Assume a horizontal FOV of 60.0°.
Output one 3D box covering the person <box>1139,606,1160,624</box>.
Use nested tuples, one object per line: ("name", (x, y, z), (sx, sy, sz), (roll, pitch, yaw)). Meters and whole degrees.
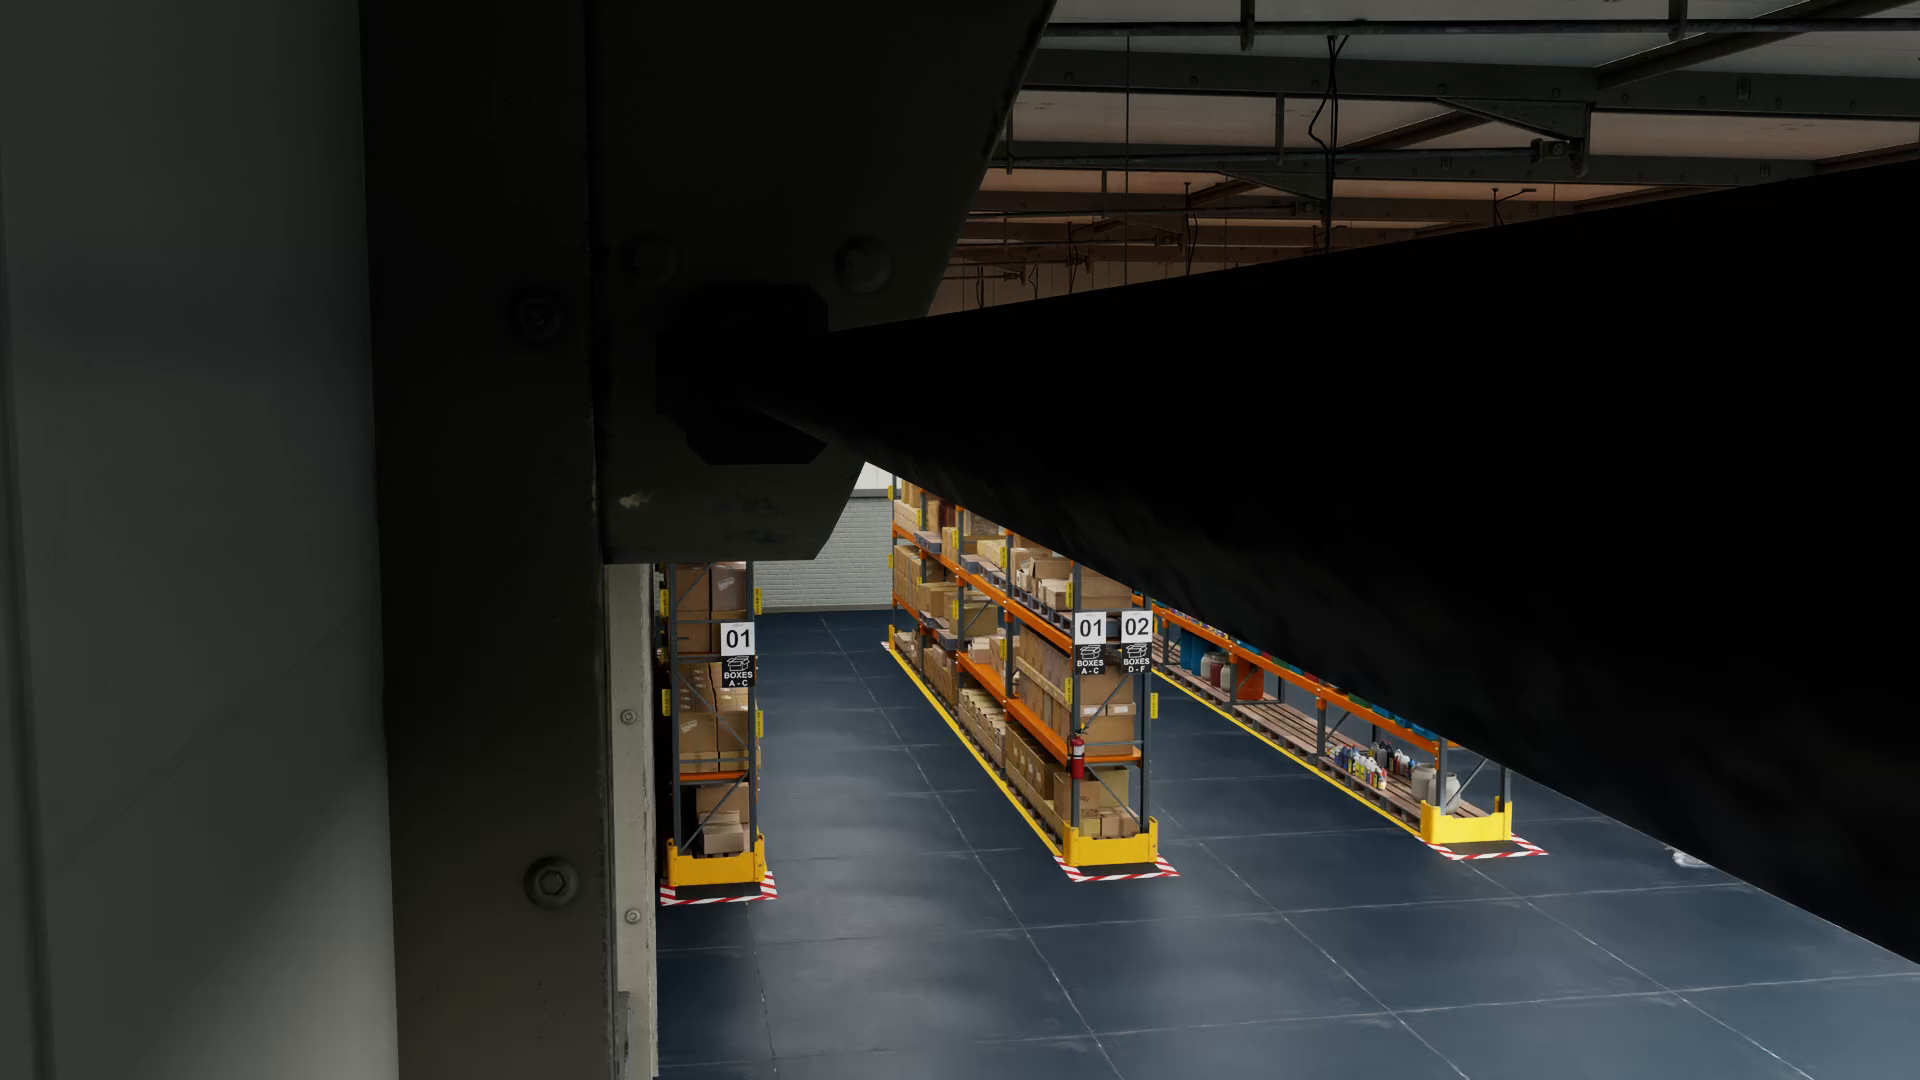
("person", (4.547, 1.212, 40.060), (0.481, 1.550, 0.891), (-3, 7, -23))

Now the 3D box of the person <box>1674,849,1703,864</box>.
("person", (9.199, 3.263, 20.995), (0.451, 1.605, 0.338), (3, 7, 29))
